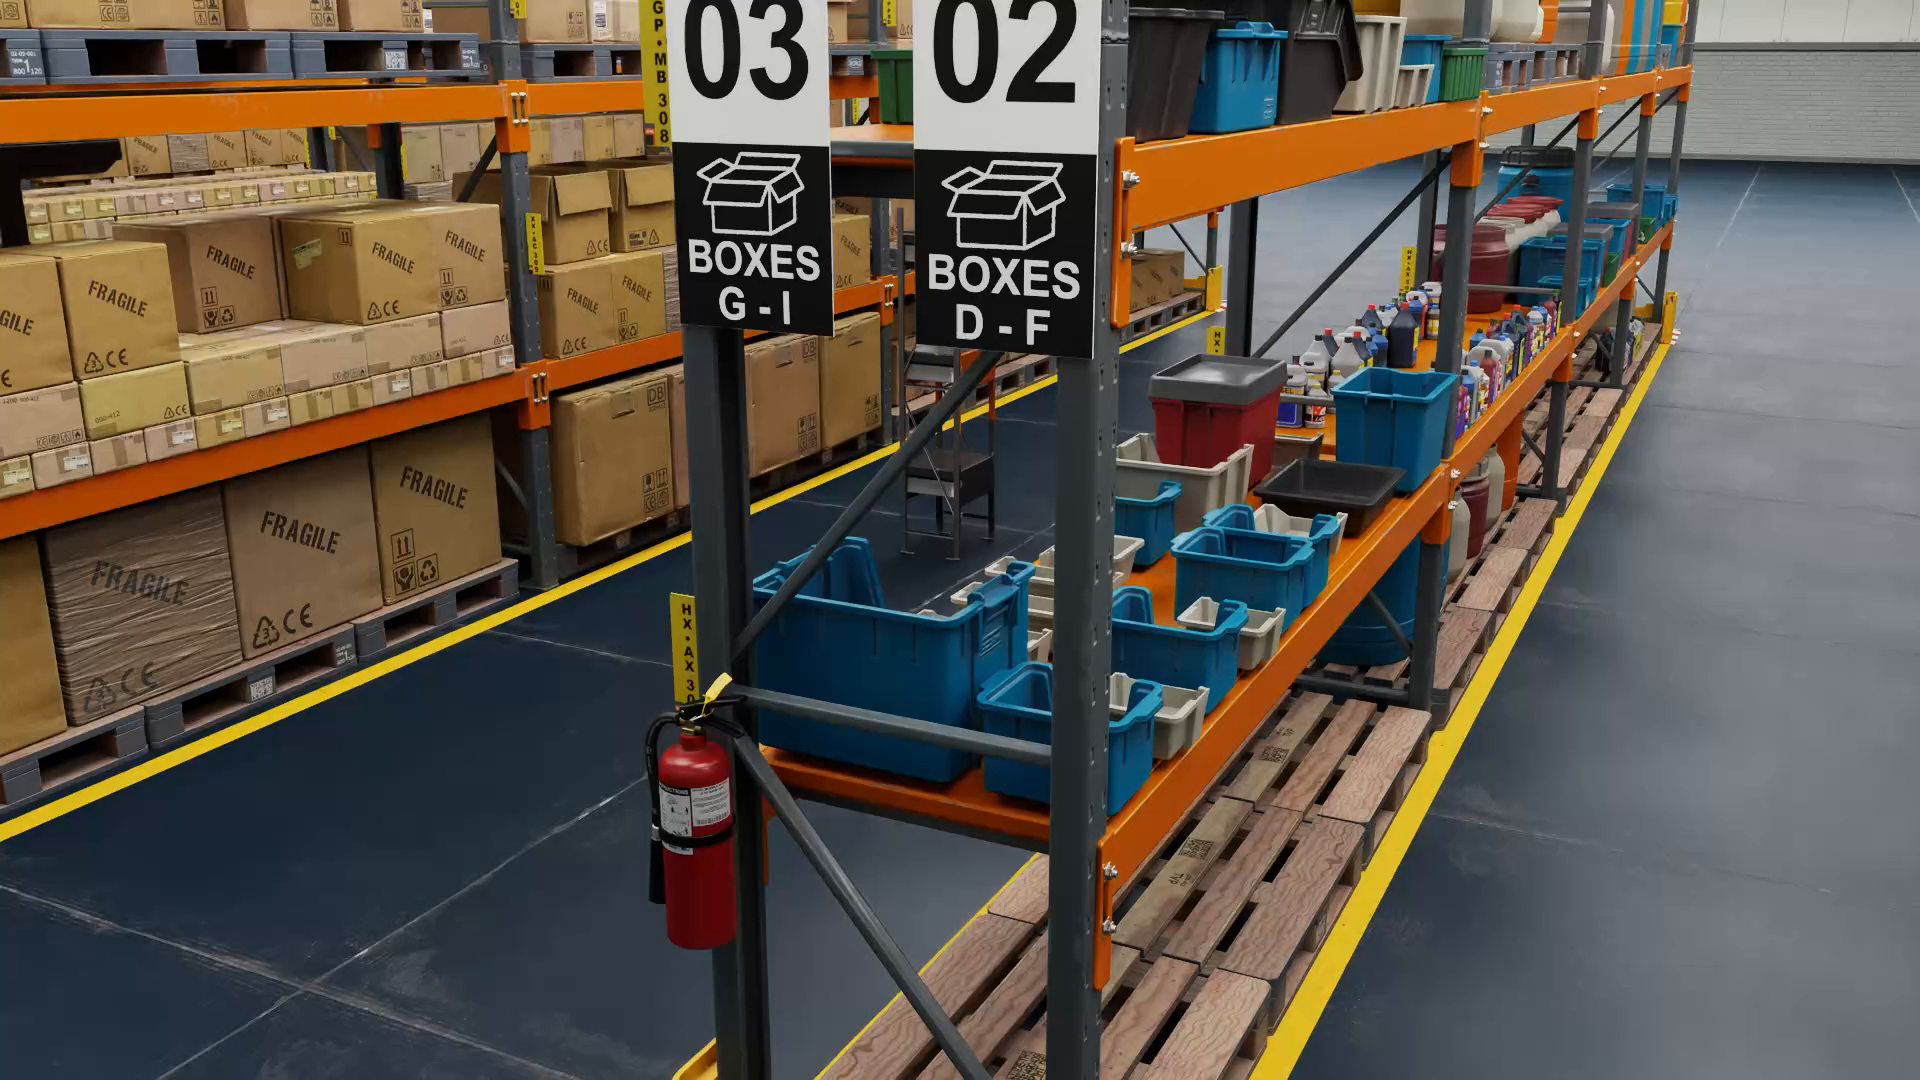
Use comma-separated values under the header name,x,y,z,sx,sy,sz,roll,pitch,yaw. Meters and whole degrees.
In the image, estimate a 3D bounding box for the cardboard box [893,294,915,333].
name,x,y,z,sx,sy,sz,roll,pitch,yaw
cardboard box,-0.505,-1.918,14.015,0.500,0.250,0.500,11,20,32

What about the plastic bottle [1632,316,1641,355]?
name,x,y,z,sx,sy,sz,roll,pitch,yaw
plastic bottle,6.303,-1.921,15.605,0.144,0.351,0.185,9,19,28

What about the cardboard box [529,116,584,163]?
name,x,y,z,sx,sy,sz,roll,pitch,yaw
cardboard box,-4.281,-4.051,16.963,0.700,0.500,0.500,8,18,26

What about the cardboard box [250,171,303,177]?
name,x,y,z,sx,sy,sz,roll,pitch,yaw
cardboard box,-5.895,-3.096,14.339,0.380,0.149,0.250,8,18,24

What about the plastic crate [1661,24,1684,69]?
name,x,y,z,sx,sy,sz,roll,pitch,yaw
plastic crate,6.418,-4.549,15.331,0.392,0.384,0.575,8,18,25

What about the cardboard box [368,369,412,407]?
name,x,y,z,sx,sy,sz,roll,pitch,yaw
cardboard box,-2.980,-0.780,8.324,0.380,0.149,0.250,8,19,26

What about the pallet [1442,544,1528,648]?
name,x,y,z,sx,sy,sz,roll,pitch,yaw
pallet,2.565,0.247,9.320,1.003,0.211,1.213,8,18,25

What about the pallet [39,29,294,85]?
name,x,y,z,sx,sy,sz,roll,pitch,yaw
pallet,-3.714,-2.095,7.197,1.003,0.211,1.213,8,18,25

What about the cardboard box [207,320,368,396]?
name,x,y,z,sx,sy,sz,roll,pitch,yaw
cardboard box,-3.212,-0.879,7.956,0.500,0.250,0.500,9,19,26

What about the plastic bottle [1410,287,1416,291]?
name,x,y,z,sx,sy,sz,roll,pitch,yaw
plastic bottle,2.756,-1.402,10.181,0.061,0.283,0.133,8,18,25

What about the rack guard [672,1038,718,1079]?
name,x,y,z,sx,sy,sz,roll,pitch,yaw
rack guard,-0.148,1.639,4.129,1.175,0.500,0.348,8,18,25

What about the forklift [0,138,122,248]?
name,x,y,z,sx,sy,sz,roll,pitch,yaw
forklift,-5.391,-1.216,9.472,1.130,2.935,3.031,8,18,25

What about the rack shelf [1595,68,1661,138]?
name,x,y,z,sx,sy,sz,roll,pitch,yaw
rack shelf,4.320,-3.207,12.050,1.077,0.370,4.000,8,18,25

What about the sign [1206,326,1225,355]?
name,x,y,z,sx,sy,sz,roll,pitch,yaw
sign,1.147,-0.789,7.427,0.100,0.325,0.005,8,18,25

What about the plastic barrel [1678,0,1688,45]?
name,x,y,z,sx,sy,sz,roll,pitch,yaw
plastic barrel,6.897,-5.348,16.501,0.600,0.830,0.708,8,18,25

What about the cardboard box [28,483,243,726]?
name,x,y,z,sx,sy,sz,roll,pitch,yaw
cardboard box,-3.959,0.215,7.527,0.875,0.875,0.875,8,18,25

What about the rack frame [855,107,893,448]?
name,x,y,z,sx,sy,sz,roll,pitch,yaw
rack frame,-1.005,-2.235,12.781,1.000,3.000,0.127,8,18,25

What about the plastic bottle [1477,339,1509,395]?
name,x,y,z,sx,sy,sz,roll,pitch,yaw
plastic bottle,2.704,-0.891,8.474,0.152,0.276,0.135,8,18,25

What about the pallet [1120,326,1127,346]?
name,x,y,z,sx,sy,sz,roll,pitch,yaw
pallet,1.051,-2.093,17.200,1.003,0.211,1.213,8,18,25

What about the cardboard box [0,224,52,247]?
name,x,y,z,sx,sy,sz,roll,pitch,yaw
cardboard box,-6.597,-2.138,11.637,0.380,0.149,0.250,8,19,26

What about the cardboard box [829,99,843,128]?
name,x,y,z,sx,sy,sz,roll,pitch,yaw
cardboard box,-2.023,-5.430,21.377,0.875,0.550,0.550,8,18,25

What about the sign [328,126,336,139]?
name,x,y,z,sx,sy,sz,roll,pitch,yaw
sign,-7.585,-5.000,20.057,0.100,0.325,0.005,8,18,25

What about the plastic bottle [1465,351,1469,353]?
name,x,y,z,sx,sy,sz,roll,pitch,yaw
plastic bottle,2.584,-0.866,8.522,0.097,0.201,0.097,0,17,0

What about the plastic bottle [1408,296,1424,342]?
name,x,y,z,sx,sy,sz,roll,pitch,yaw
plastic bottle,2.715,-1.323,9.935,0.097,0.271,0.097,0,17,0

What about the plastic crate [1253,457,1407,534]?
name,x,y,z,sx,sy,sz,roll,pitch,yaw
plastic crate,1.379,-0.164,6.185,0.437,0.125,0.590,8,18,25

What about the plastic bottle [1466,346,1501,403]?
name,x,y,z,sx,sy,sz,roll,pitch,yaw
plastic bottle,2.600,-0.832,8.275,0.152,0.276,0.135,8,18,25

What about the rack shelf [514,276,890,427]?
name,x,y,z,sx,sy,sz,roll,pitch,yaw
rack shelf,-1.899,-1.381,11.169,1.077,0.370,4.000,8,18,25

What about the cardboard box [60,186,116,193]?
name,x,y,z,sx,sy,sz,roll,pitch,yaw
cardboard box,-6.713,-2.629,12.767,0.380,0.149,0.250,7,18,24

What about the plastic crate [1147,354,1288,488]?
name,x,y,z,sx,sy,sz,roll,pitch,yaw
plastic crate,1.015,-0.450,6.554,0.402,0.464,0.583,8,18,25

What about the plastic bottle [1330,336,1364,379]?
name,x,y,z,sx,sy,sz,roll,pitch,yaw
plastic bottle,1.886,-0.820,8.103,0.144,0.351,0.185,8,18,25

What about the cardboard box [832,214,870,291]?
name,x,y,z,sx,sy,sz,roll,pitch,yaw
cardboard box,-1.004,-2.126,12.238,0.500,0.500,0.500,9,19,27

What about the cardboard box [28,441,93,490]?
name,x,y,z,sx,sy,sz,roll,pitch,yaw
cardboard box,-3.783,-0.323,6.784,0.380,0.149,0.250,8,18,25

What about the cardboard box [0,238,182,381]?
name,x,y,z,sx,sy,sz,roll,pitch,yaw
cardboard box,-3.674,-0.976,6.965,0.500,0.500,0.500,8,18,24

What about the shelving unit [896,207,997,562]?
name,x,y,z,sx,sy,sz,roll,pitch,yaw
shelving unit,-0.074,-0.964,10.083,0.431,2.100,0.503,8,18,25

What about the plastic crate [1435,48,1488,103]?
name,x,y,z,sx,sy,sz,roll,pitch,yaw
plastic crate,1.720,-1.776,6.340,0.450,0.188,0.662,8,18,25

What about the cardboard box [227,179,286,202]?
name,x,y,z,sx,sy,sz,roll,pitch,yaw
cardboard box,-5.666,-2.815,13.393,0.380,0.149,0.250,8,18,25

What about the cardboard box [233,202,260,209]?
name,x,y,z,sx,sy,sz,roll,pitch,yaw
cardboard box,-5.785,-2.603,13.200,0.380,0.149,0.250,9,19,27

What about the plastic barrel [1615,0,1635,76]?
name,x,y,z,sx,sy,sz,roll,pitch,yaw
plastic barrel,4.279,-3.597,11.344,0.600,0.830,0.708,8,18,25

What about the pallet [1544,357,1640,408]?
name,x,y,z,sx,sy,sz,roll,pitch,yaw
pallet,5.551,-1.453,15.045,1.003,0.211,1.213,8,18,25

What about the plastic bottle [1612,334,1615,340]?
name,x,y,z,sx,sy,sz,roll,pitch,yaw
plastic bottle,5.902,-1.732,15.107,0.097,0.271,0.097,0,17,0

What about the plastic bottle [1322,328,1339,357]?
name,x,y,z,sx,sy,sz,roll,pitch,yaw
plastic bottle,1.839,-0.885,8.323,0.144,0.351,0.185,8,18,25

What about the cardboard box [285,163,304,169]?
name,x,y,z,sx,sy,sz,roll,pitch,yaw
cardboard box,-8.066,-4.430,19.873,0.380,0.149,0.250,8,18,26

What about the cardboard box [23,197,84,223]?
name,x,y,z,sx,sy,sz,roll,pitch,yaw
cardboard box,-6.478,-2.353,11.836,0.380,0.149,0.250,9,19,27

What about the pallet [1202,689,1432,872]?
name,x,y,z,sx,sy,sz,roll,pitch,yaw
pallet,1.345,0.943,6.979,1.003,0.211,1.213,8,18,25

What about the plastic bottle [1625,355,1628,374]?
name,x,y,z,sx,sy,sz,roll,pitch,yaw
plastic bottle,5.839,-1.571,14.686,0.097,0.201,0.097,0,17,0

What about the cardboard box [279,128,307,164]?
name,x,y,z,sx,sy,sz,roll,pitch,yaw
cardboard box,-8.084,-4.760,19.846,0.500,0.500,0.500,8,18,24

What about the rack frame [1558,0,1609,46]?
name,x,y,z,sx,sy,sz,roll,pitch,yaw
rack frame,3.426,-4.481,9.806,1.000,3.000,0.127,8,18,25

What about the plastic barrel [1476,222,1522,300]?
name,x,y,z,sx,sy,sz,roll,pitch,yaw
plastic barrel,3.695,-1.948,11.618,0.421,0.512,0.421,0,17,0

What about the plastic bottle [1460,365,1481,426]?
name,x,y,z,sx,sy,sz,roll,pitch,yaw
plastic bottle,2.350,-0.689,7.795,0.152,0.276,0.135,8,18,25

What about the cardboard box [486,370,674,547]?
name,x,y,z,sx,sy,sz,roll,pitch,yaw
cardboard box,-2.524,-0.565,10.151,1.225,0.875,0.875,8,18,26

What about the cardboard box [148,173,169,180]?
name,x,y,z,sx,sy,sz,roll,pitch,yaw
cardboard box,-8.969,-3.983,18.370,0.380,0.149,0.250,9,19,28

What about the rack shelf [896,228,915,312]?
name,x,y,z,sx,sy,sz,roll,pitch,yaw
rack shelf,-0.074,-1.622,9.888,0.431,0.518,0.480,8,18,25

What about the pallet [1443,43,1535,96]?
name,x,y,z,sx,sy,sz,roll,pitch,yaw
pallet,1.901,-2.146,7.543,1.213,0.211,1.003,8,18,25

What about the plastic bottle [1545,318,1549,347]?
name,x,y,z,sx,sy,sz,roll,pitch,yaw
plastic bottle,3.412,-1.242,9.786,0.097,0.201,0.097,0,17,0

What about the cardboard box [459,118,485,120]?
name,x,y,z,sx,sy,sz,roll,pitch,yaw
cardboard box,-6.698,-5.775,22.244,0.700,0.500,0.500,8,18,25

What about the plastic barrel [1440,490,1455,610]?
name,x,y,z,sx,sy,sz,roll,pitch,yaw
plastic barrel,2.213,-0.098,8.535,0.600,0.901,0.708,8,18,25

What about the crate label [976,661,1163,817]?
name,x,y,z,sx,sy,sz,roll,pitch,yaw
crate label,0.256,0.463,3.885,0.416,0.233,0.303,8,18,25

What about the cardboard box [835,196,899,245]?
name,x,y,z,sx,sy,sz,roll,pitch,yaw
cardboard box,-0.800,-2.627,13.188,0.500,0.500,0.500,6,17,19
